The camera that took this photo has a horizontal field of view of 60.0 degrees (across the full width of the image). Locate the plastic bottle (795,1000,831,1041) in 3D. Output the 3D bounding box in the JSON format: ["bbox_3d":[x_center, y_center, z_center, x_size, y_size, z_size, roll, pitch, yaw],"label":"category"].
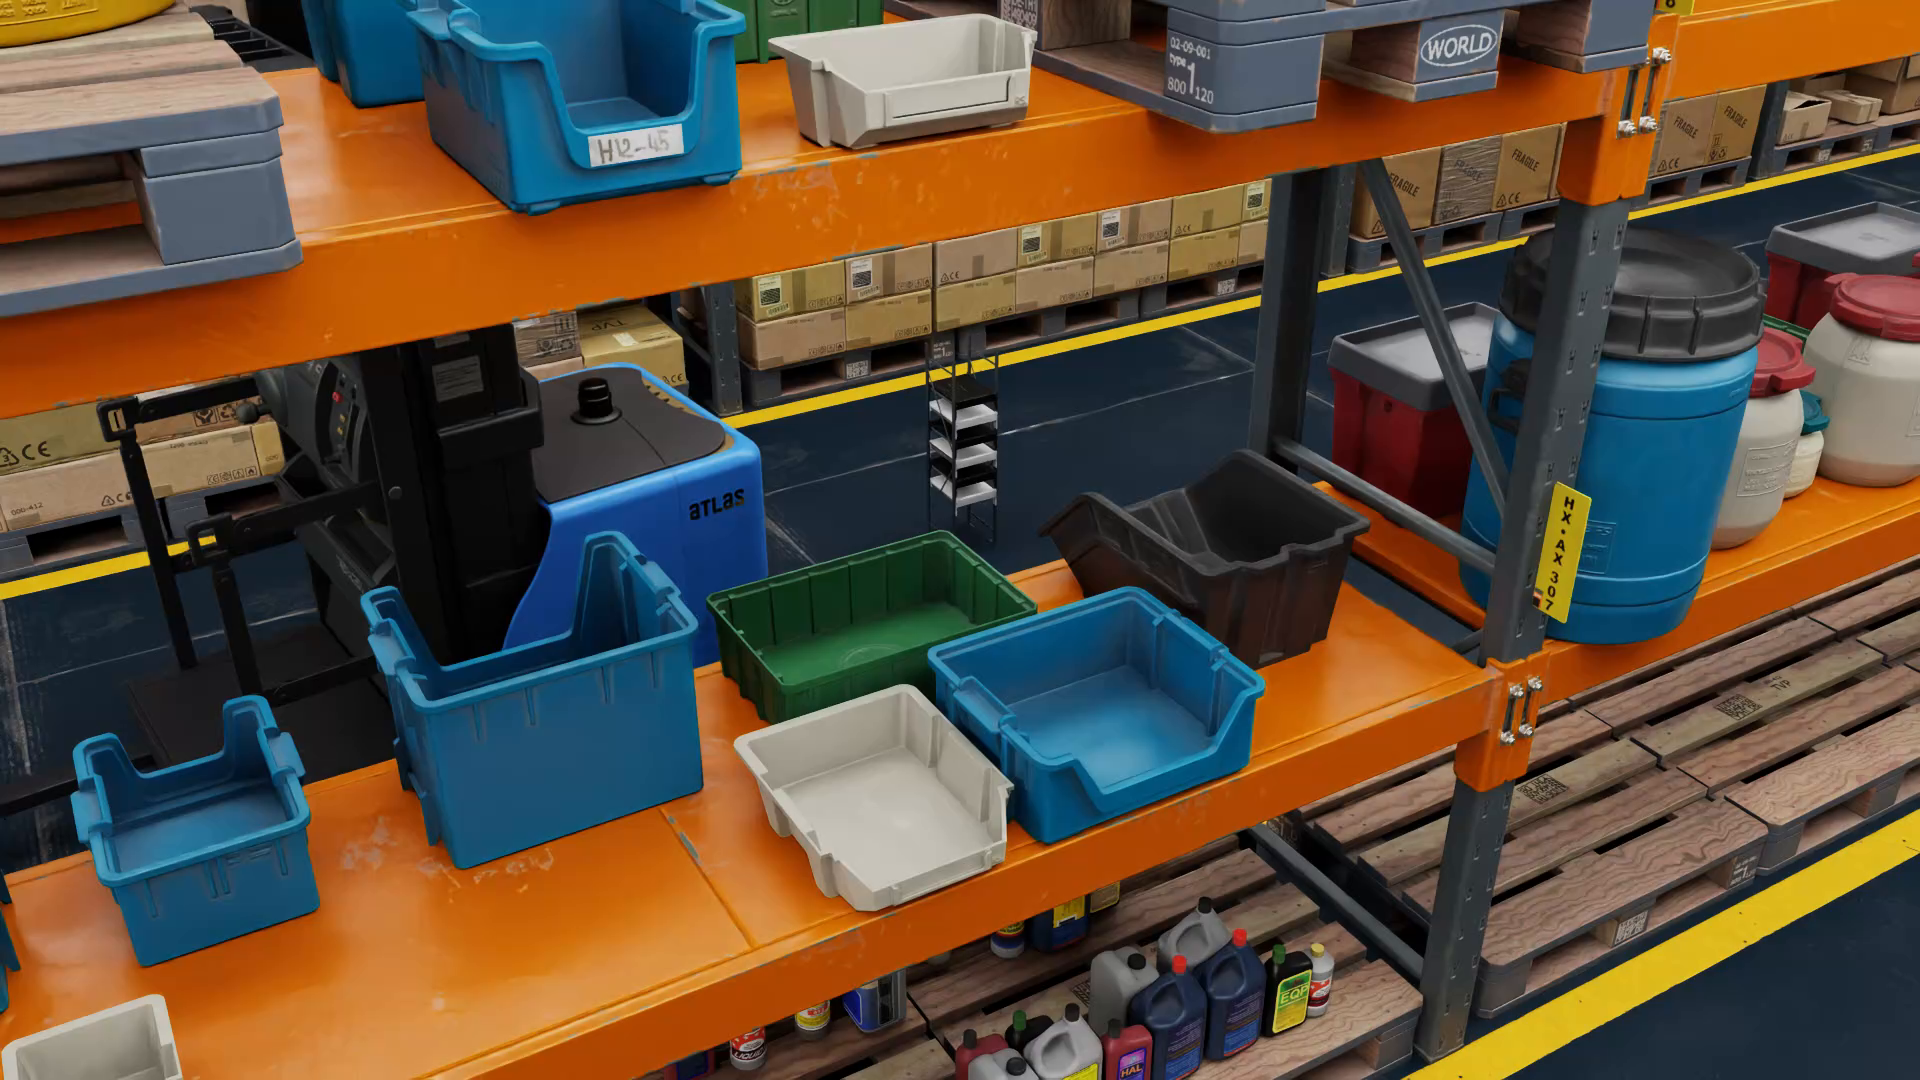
[{"bbox_3d":[-0.392,1.212,4.390,0.097,0.201,0.097,0,29,0],"label":"plastic bottle"}]

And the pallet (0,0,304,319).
[{"bbox_3d":[-1.581,-0.494,2.131,1.213,0.211,1.003,-16,33,-26],"label":"pallet"}]

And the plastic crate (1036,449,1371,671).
[{"bbox_3d":[0.589,0.022,4.170,0.504,0.338,0.767,-16,33,-26],"label":"plastic crate"}]

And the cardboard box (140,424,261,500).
[{"bbox_3d":[-3.414,-0.430,7.336,0.500,0.250,0.500,-16,33,-26],"label":"cardboard box"}]

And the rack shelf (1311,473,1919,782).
[{"bbox_3d":[2.830,-0.255,5.352,4.000,0.370,1.077,-16,33,-26],"label":"rack shelf"}]

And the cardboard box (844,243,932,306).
[{"bbox_3d":[-0.484,-1.488,8.673,0.500,0.311,0.500,-16,33,-27],"label":"cardboard box"}]

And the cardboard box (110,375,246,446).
[{"bbox_3d":[-3.420,-0.763,7.164,0.500,0.500,0.500,-16,33,-26],"label":"cardboard box"}]

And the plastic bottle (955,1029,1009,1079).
[{"bbox_3d":[0.055,1.314,4.121,0.133,0.283,0.061,-16,33,-26],"label":"plastic bottle"}]

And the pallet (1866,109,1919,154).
[{"bbox_3d":[7.142,-3.350,13.103,1.213,0.211,1.003,-16,33,-26],"label":"pallet"}]

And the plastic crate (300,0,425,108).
[{"bbox_3d":[-0.852,-1.000,2.869,0.575,0.384,0.392,-16,33,-26],"label":"plastic crate"}]

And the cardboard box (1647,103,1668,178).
[{"bbox_3d":[4.353,-2.721,11.208,0.500,0.500,0.500,-15,32,-26],"label":"cardboard box"}]

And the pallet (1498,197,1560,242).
[{"bbox_3d":[3.761,-2.367,11.320,1.213,0.211,1.003,-16,33,-26],"label":"pallet"}]

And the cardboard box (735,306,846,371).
[{"bbox_3d":[-0.928,-1.120,8.587,0.500,0.250,0.500,-17,33,-27],"label":"cardboard box"}]

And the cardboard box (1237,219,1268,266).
[{"bbox_3d":[1.718,-1.873,9.951,0.500,0.250,0.500,-15,32,-25],"label":"cardboard box"}]

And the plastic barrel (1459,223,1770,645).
[{"bbox_3d":[1.592,-0.268,4.113,0.708,0.901,0.600,-16,33,-26],"label":"plastic barrel"}]

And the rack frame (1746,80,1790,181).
[{"bbox_3d":[5.496,-4.103,11.580,0.127,3.000,1.000,-16,33,-26],"label":"rack frame"}]

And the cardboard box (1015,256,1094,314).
[{"bbox_3d":[0.398,-1.497,9.269,0.500,0.250,0.500,-15,32,-25],"label":"cardboard box"}]

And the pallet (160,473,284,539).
[{"bbox_3d":[-3.161,-0.446,7.840,1.213,0.211,1.003,-16,33,-26],"label":"pallet"}]

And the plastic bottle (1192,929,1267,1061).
[{"bbox_3d":[0.696,1.165,4.322,0.185,0.351,0.144,-17,33,-28],"label":"plastic bottle"}]

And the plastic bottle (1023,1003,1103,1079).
[{"bbox_3d":[0.252,1.291,4.093,0.185,0.351,0.144,-16,33,-27],"label":"plastic bottle"}]

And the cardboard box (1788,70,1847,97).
[{"bbox_3d":[6.490,-3.560,12.923,0.500,0.311,0.500,-16,33,-26],"label":"cardboard box"}]

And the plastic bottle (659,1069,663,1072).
[{"bbox_3d":[-0.751,1.216,4.305,0.135,0.276,0.152,-16,33,-26],"label":"plastic bottle"}]

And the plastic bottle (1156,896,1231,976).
[{"bbox_3d":[0.623,1.104,4.430,0.185,0.351,0.144,-16,33,-26],"label":"plastic bottle"}]

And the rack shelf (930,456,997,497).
[{"bbox_3d":[0.007,-0.288,7.096,0.200,0.077,0.258,-16,33,-26],"label":"rack shelf"}]

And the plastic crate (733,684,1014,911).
[{"bbox_3d":[-0.166,0.538,3.443,0.437,0.136,0.530,-16,33,-26],"label":"plastic crate"}]

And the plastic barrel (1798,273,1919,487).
[{"bbox_3d":[2.674,-0.462,4.843,0.433,0.535,0.433,0,29,0],"label":"plastic barrel"}]

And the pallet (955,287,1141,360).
[{"bbox_3d":[0.267,-1.421,9.607,1.213,0.211,1.003,-16,33,-26],"label":"pallet"}]

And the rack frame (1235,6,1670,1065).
[{"bbox_3d":[1.105,-0.080,4.291,0.127,3.000,1.000,-16,33,-26],"label":"rack frame"}]

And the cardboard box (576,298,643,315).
[{"bbox_3d":[-1.959,-1.470,8.444,0.500,0.500,0.500,-16,33,-26],"label":"cardboard box"}]

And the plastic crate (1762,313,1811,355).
[{"bbox_3d":[2.464,-0.531,5.328,0.662,0.188,0.450,-16,33,-26],"label":"plastic crate"}]

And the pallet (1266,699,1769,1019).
[{"bbox_3d":[1.763,0.932,5.343,1.213,0.211,1.003,-16,33,-26],"label":"pallet"}]

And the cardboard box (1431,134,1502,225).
[{"bbox_3d":[3.033,-2.345,10.526,0.500,0.500,0.500,-17,33,-28],"label":"cardboard box"}]

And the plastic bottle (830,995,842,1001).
[{"bbox_3d":[-0.330,1.062,4.508,0.185,0.351,0.144,-16,33,-27],"label":"plastic bottle"}]

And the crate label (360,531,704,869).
[{"bbox_3d":[-0.894,0.320,3.529,0.616,0.435,0.502,-16,33,-26],"label":"crate label"}]

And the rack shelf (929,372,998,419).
[{"bbox_3d":[0.007,-0.603,6.922,0.200,0.077,0.258,-16,33,-26],"label":"rack shelf"}]

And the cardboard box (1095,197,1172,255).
[{"bbox_3d":[0.839,-1.866,9.358,0.500,0.311,0.500,-16,33,-27],"label":"cardboard box"}]

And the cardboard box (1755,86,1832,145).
[{"bbox_3d":[5.968,-3.131,12.147,0.500,0.311,0.500,-16,33,-26],"label":"cardboard box"}]

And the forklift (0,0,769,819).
[{"bbox_3d":[-2.142,-0.419,4.976,3.031,2.935,1.130,-20,35,-32],"label":"forklift"}]

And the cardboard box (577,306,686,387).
[{"bbox_3d":[-1.690,-0.920,8.224,0.500,0.250,0.500,-16,33,-26],"label":"cardboard box"}]

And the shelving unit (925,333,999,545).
[{"bbox_3d":[0.007,-0.396,7.036,0.210,0.900,0.258,-16,33,-26],"label":"shelving unit"}]

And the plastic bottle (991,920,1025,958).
[{"bbox_3d":[0.135,1.032,4.644,0.097,0.271,0.097,0,29,0],"label":"plastic bottle"}]

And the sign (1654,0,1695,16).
[{"bbox_3d":[1.374,-1.166,3.144,0.005,0.325,0.100,-16,33,-26],"label":"sign"}]
